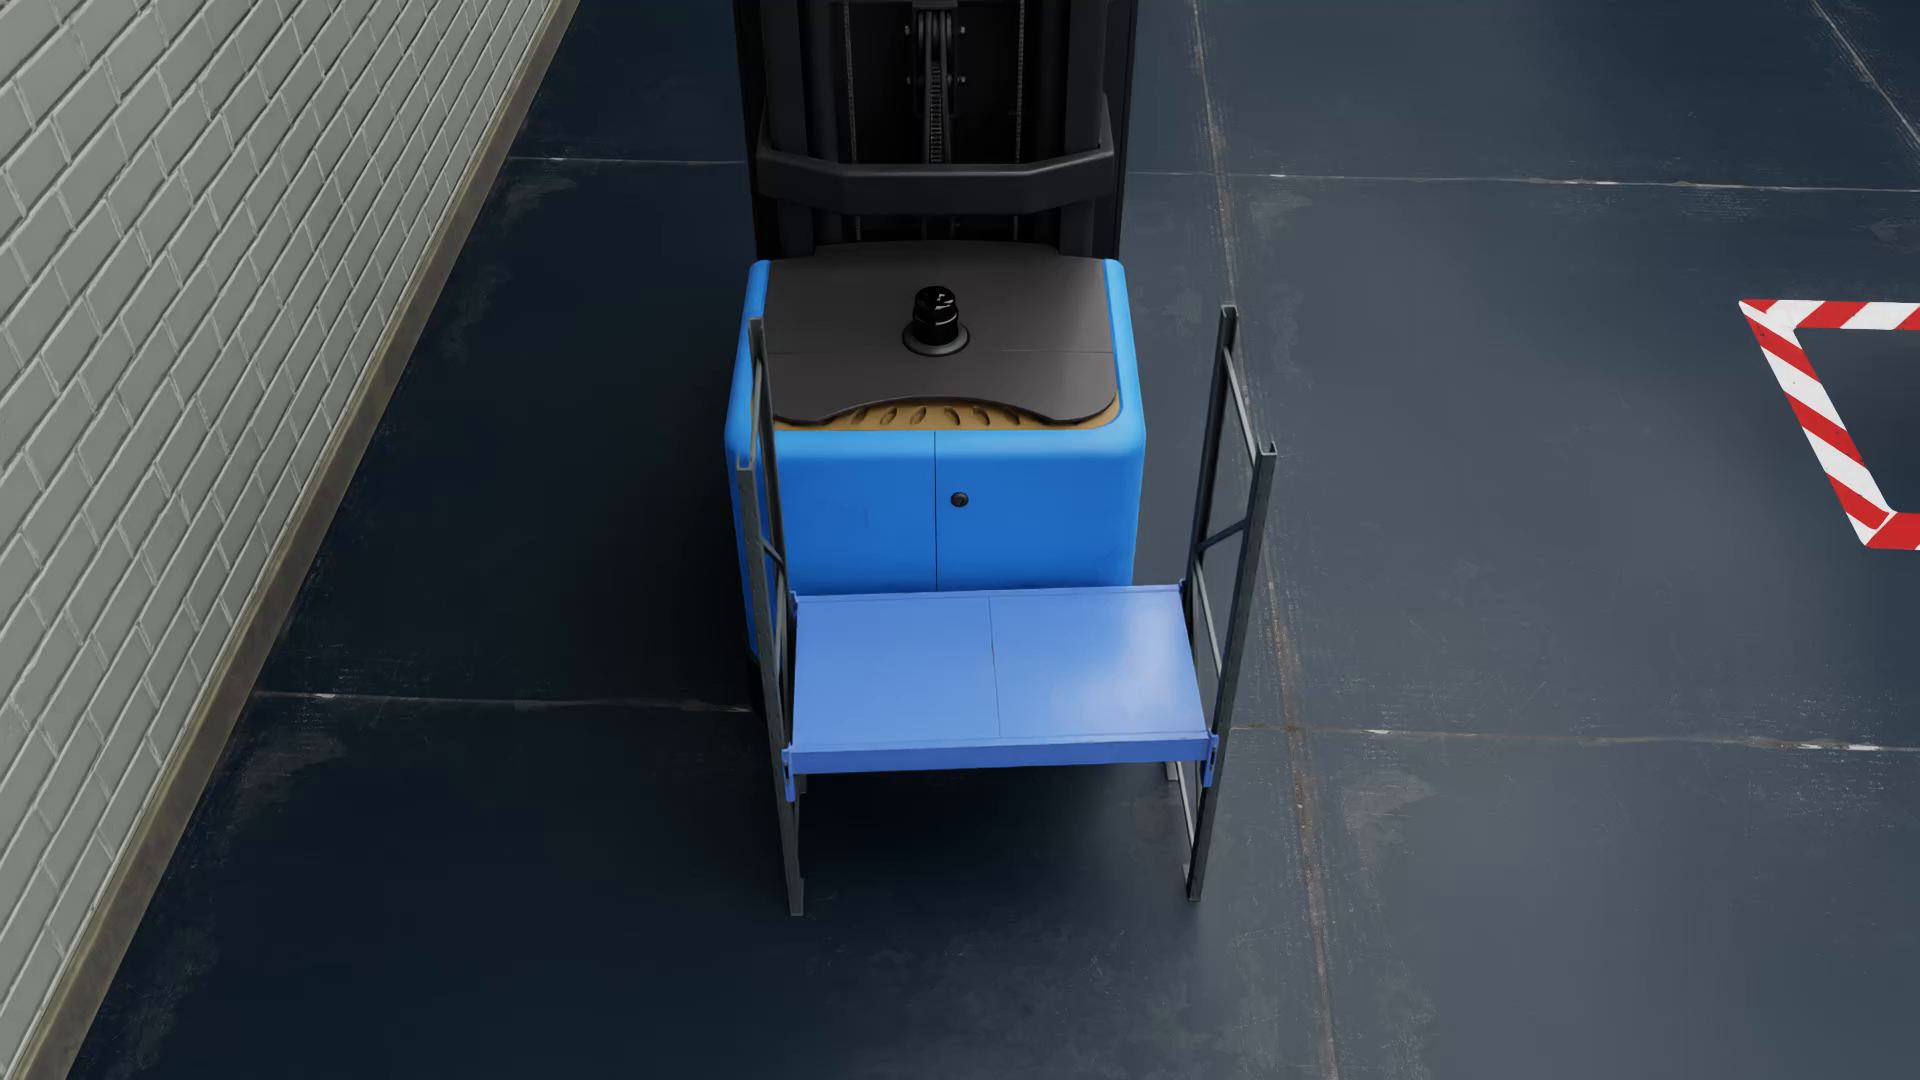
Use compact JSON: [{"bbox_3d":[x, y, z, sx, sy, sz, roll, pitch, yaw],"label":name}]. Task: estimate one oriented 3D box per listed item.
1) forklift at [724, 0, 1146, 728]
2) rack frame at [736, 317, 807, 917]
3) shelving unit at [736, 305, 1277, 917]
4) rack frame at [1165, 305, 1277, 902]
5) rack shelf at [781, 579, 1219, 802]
[{"bbox_3d":[-0.067,-1.534,4.746,1.130,2.935,3.031,0,43,0],"label":"forklift"},{"bbox_3d":[-0.426,0.239,3.890,0.032,1.500,0.500,-2,43,-2],"label":"rack frame"},{"bbox_3d":[0.082,0.224,3.907,1.048,1.500,0.538,-2,43,-2],"label":"shelving unit"},{"bbox_3d":[0.590,0.209,3.923,0.032,1.500,0.500,-2,43,-2],"label":"rack frame"},{"bbox_3d":[0.082,0.355,4.030,1.000,0.185,0.538,-2,43,-2],"label":"rack shelf"}]
